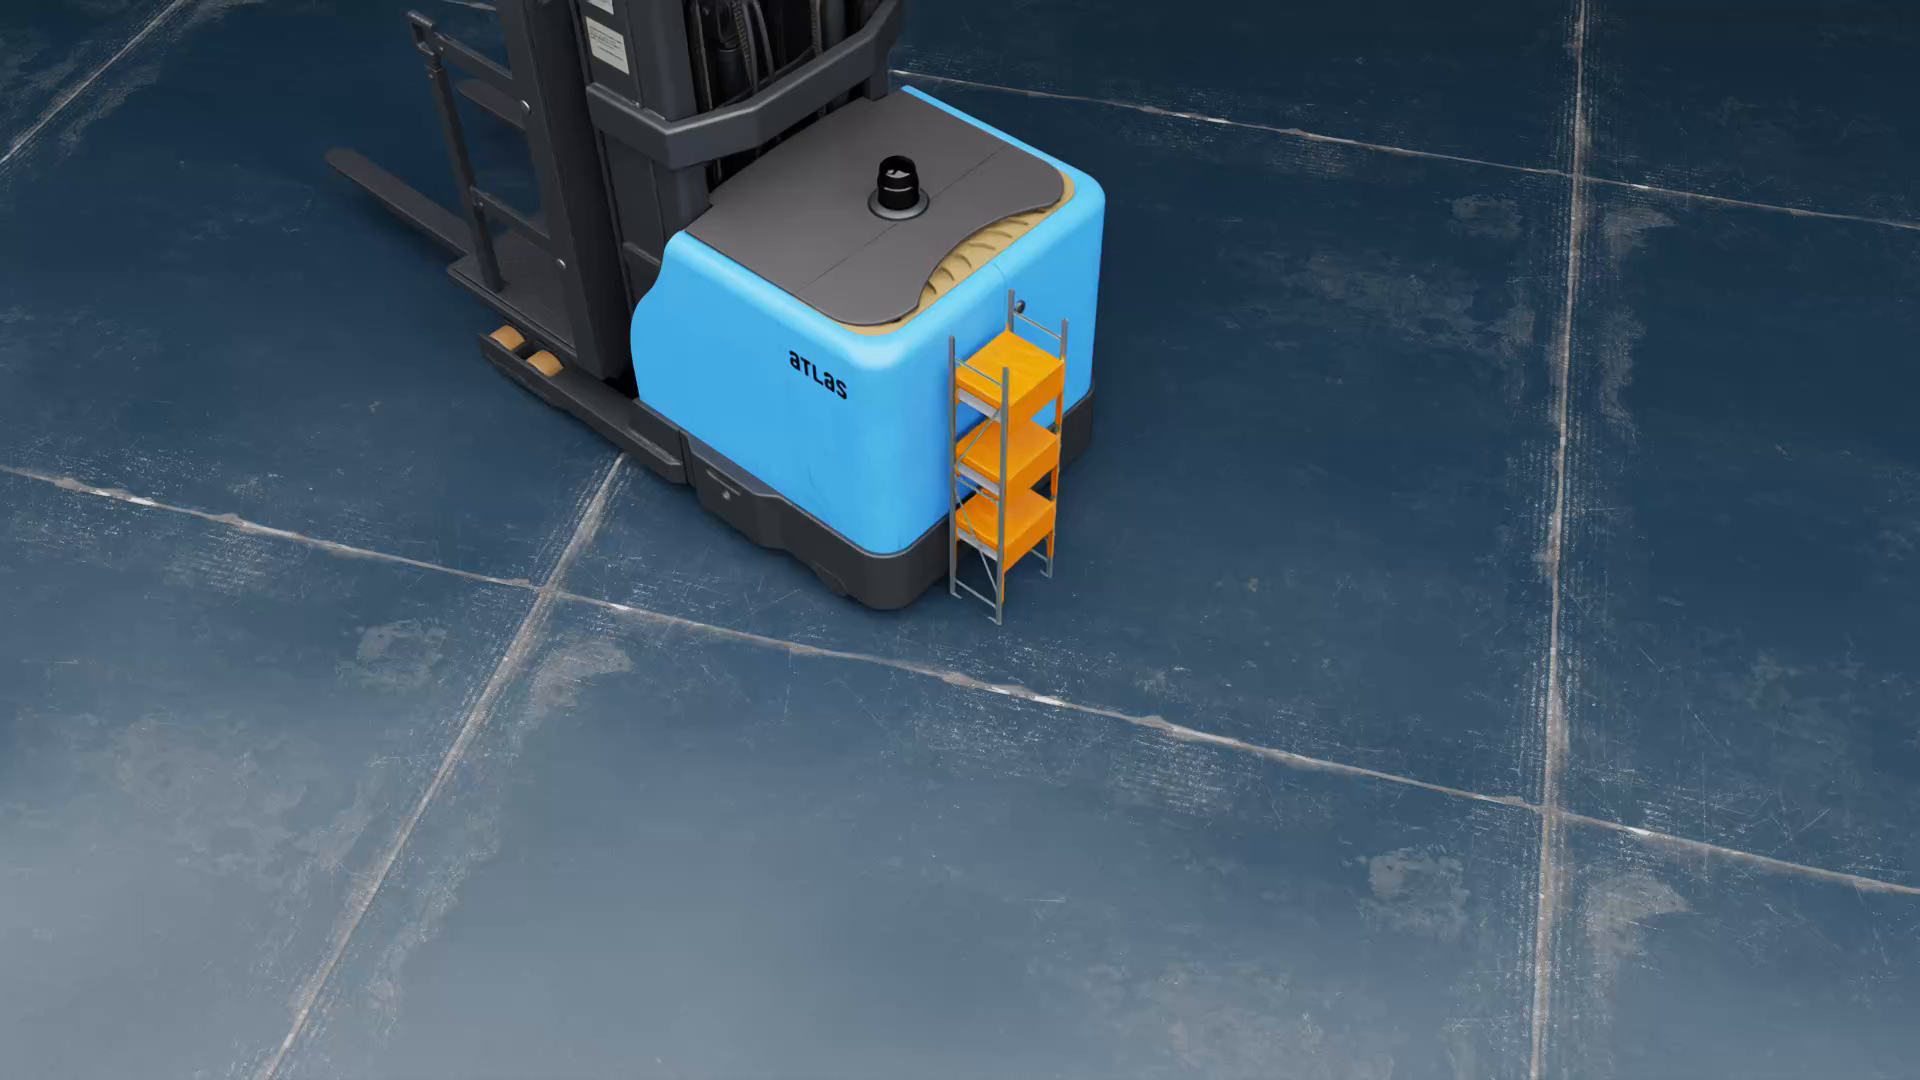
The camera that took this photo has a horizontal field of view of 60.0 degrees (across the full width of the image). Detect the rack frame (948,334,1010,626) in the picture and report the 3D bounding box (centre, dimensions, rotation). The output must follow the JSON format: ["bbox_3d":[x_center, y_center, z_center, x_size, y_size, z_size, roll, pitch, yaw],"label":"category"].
[{"bbox_3d":[0.047,-0.138,4.671,0.200,1.050,0.008,33,56,25],"label":"rack frame"}]

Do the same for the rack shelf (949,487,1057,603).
[{"bbox_3d":[0.126,-0.017,4.949,0.215,0.259,0.240,33,56,25],"label":"rack shelf"}]

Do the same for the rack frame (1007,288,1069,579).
[{"bbox_3d":[0.206,-0.277,4.794,0.200,1.050,0.008,33,56,25],"label":"rack frame"}]

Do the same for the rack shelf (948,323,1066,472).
[{"bbox_3d":[0.127,-0.388,4.527,0.215,0.259,0.240,33,56,25],"label":"rack shelf"}]

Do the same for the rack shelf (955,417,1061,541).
[{"bbox_3d":[0.127,-0.200,4.740,0.215,0.259,0.240,33,56,25],"label":"rack shelf"}]

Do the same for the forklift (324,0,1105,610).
[{"bbox_3d":[-1.017,-1.717,4.811,3.031,2.935,1.130,33,56,26],"label":"forklift"}]

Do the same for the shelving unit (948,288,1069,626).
[{"bbox_3d":[0.127,-0.207,4.732,0.215,1.050,0.252,33,56,25],"label":"shelving unit"}]
